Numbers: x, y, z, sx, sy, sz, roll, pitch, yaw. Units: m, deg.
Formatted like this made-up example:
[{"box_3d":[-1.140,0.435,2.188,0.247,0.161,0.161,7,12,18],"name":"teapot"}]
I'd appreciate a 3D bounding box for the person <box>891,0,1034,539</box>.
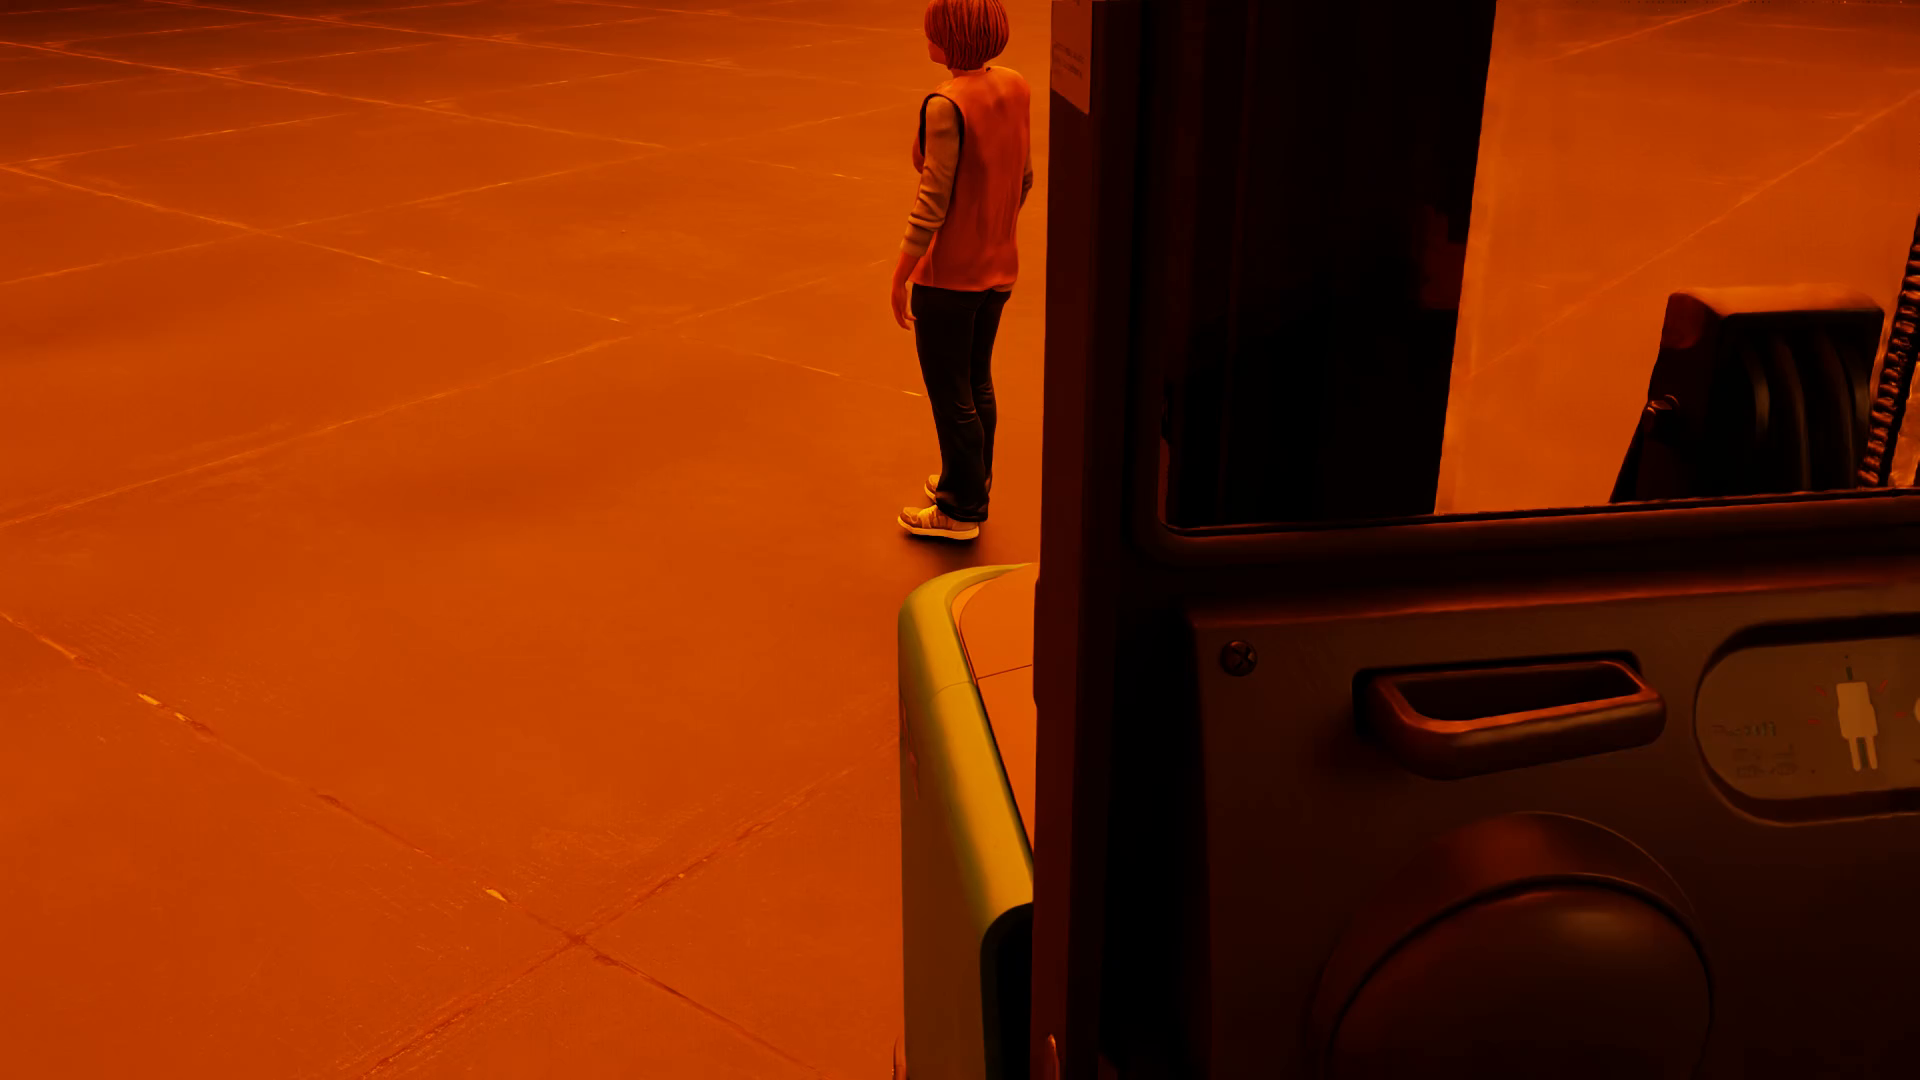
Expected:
[{"box_3d":[-0.051,-0.762,4.745,0.473,1.599,0.520,17,29,34],"name":"person"}]
